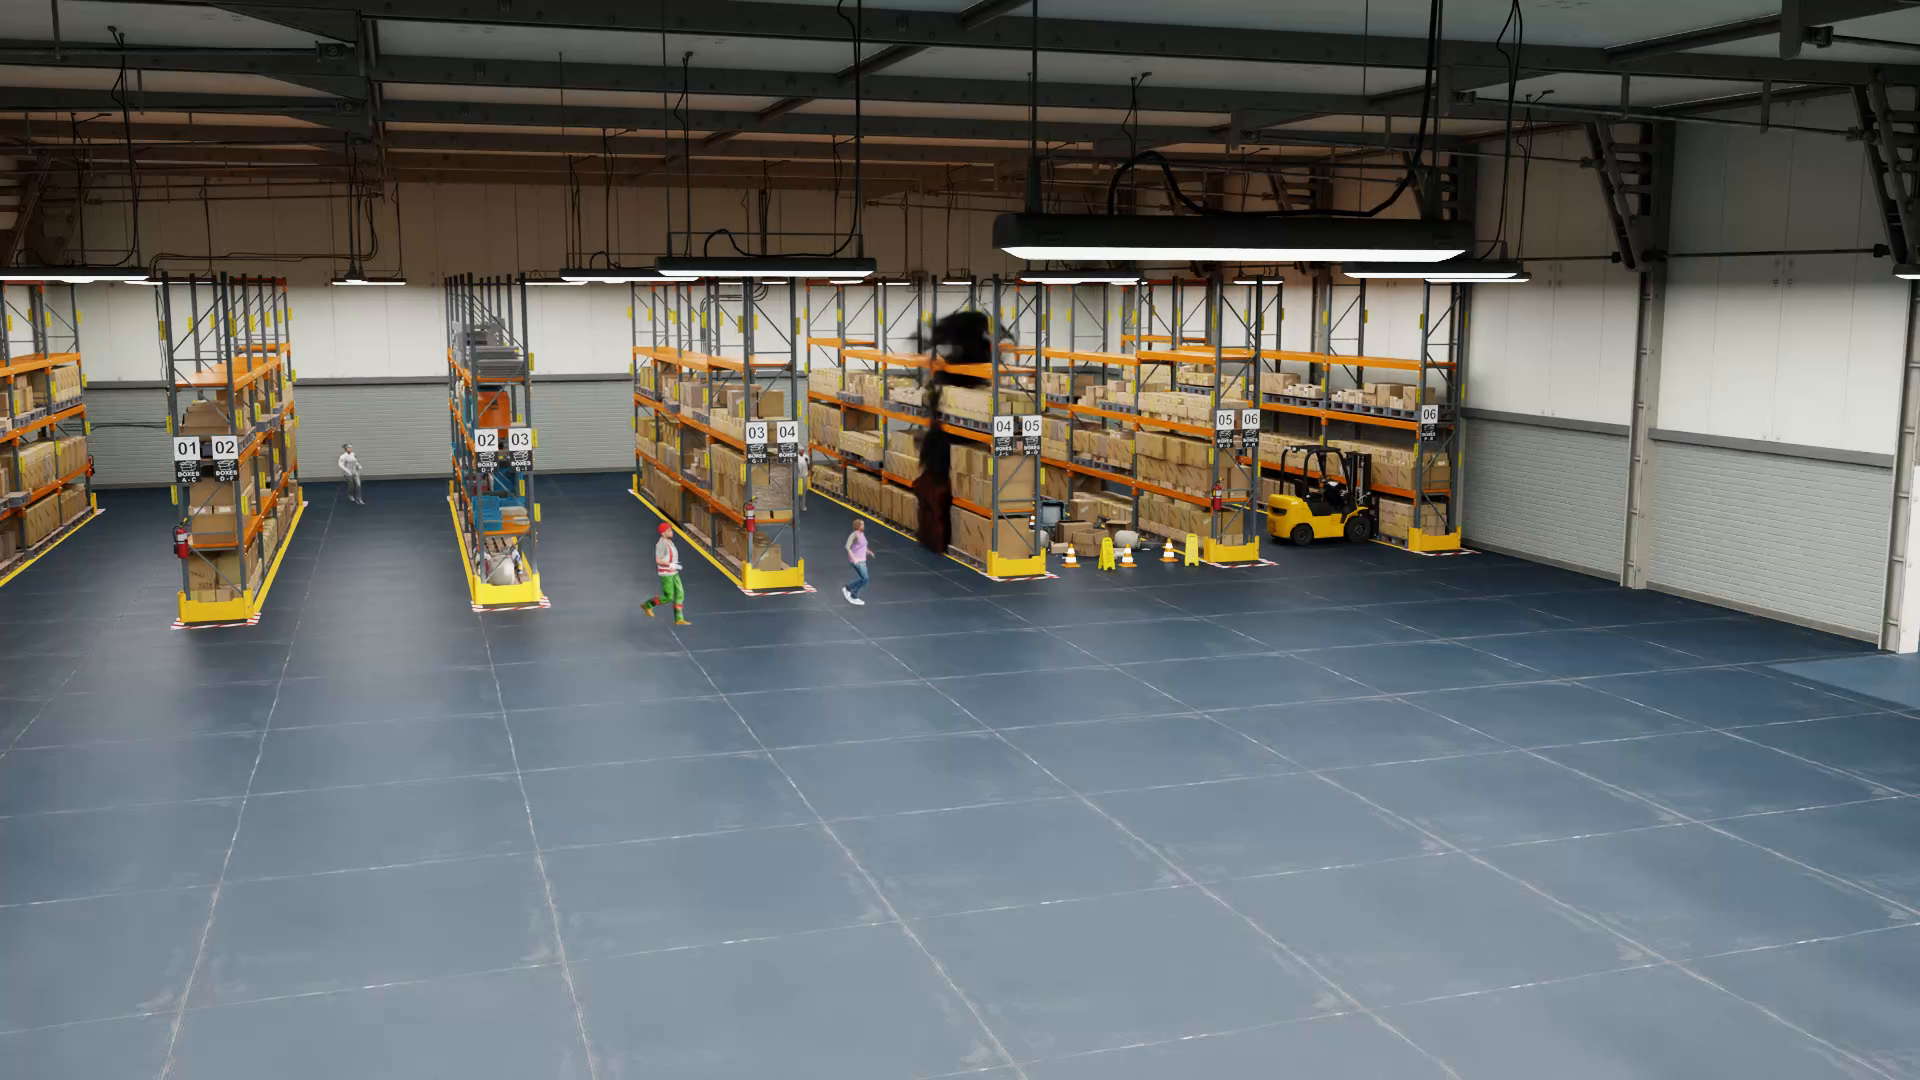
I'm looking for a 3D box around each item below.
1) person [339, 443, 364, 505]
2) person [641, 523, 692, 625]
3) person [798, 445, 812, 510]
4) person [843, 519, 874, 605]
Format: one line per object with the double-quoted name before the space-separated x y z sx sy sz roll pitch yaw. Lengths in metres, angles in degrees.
"person" -16.322 -1.750 44.400 0.782 1.721 0.663 7 11 40
"person" -5.015 0.584 28.380 0.878 1.772 0.656 1 9 9
"person" -4.153 -1.655 43.496 0.601 1.705 0.769 -3 9 -17
"person" -1.839 0.390 30.118 0.536 1.569 0.551 3 9 17
